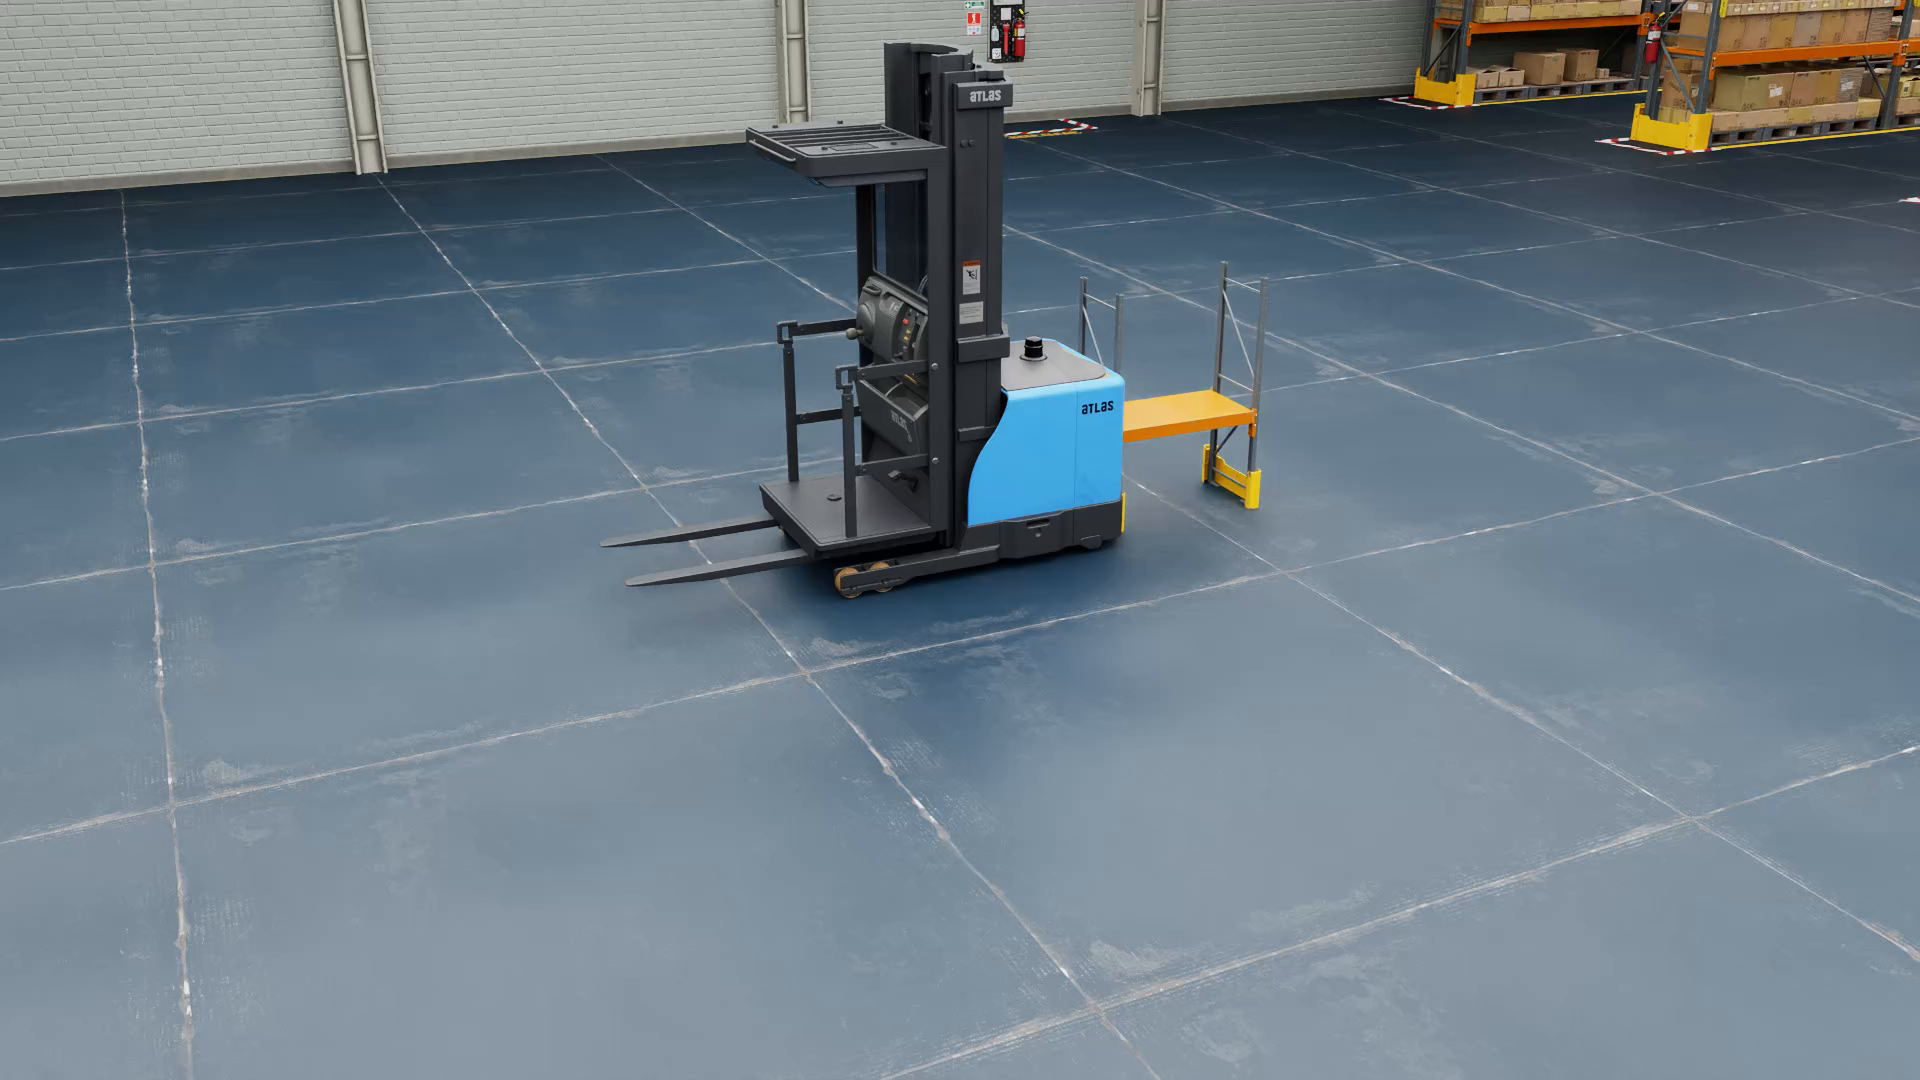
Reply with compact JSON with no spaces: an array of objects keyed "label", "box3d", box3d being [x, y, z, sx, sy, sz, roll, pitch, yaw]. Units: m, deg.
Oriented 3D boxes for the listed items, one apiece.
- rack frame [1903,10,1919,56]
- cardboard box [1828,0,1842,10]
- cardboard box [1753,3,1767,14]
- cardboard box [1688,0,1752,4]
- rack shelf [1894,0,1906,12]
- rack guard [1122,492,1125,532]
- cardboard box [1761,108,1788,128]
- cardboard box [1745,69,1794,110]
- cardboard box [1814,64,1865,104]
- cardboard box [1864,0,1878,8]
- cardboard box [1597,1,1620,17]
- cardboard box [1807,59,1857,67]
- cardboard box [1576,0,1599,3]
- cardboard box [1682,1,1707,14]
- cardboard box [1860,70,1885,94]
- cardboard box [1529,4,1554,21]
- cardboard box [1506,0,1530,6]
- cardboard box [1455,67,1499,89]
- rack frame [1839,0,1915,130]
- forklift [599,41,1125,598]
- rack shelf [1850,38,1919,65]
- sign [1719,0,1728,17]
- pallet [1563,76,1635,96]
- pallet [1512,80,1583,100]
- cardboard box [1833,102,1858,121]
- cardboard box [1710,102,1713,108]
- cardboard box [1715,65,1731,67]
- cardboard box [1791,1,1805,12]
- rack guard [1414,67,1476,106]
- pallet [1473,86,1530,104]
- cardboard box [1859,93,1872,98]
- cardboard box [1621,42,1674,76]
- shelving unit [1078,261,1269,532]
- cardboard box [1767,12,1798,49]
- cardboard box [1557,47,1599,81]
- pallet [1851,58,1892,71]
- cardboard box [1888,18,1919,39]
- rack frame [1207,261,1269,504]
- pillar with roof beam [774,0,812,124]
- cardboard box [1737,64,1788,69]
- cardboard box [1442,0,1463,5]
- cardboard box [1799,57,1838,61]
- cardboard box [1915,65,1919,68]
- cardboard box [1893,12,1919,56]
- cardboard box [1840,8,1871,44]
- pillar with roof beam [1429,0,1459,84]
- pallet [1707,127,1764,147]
[{"label":"rack frame","box3d":[18.961,-10.837,32.509,0.127,3.000,1.000,-10,25,-24]},{"label":"cardboard box","box3d":[12.608,-7.821,24.242,0.250,0.149,0.380,-10,24,-22]},{"label":"cardboard box","box3d":[11.210,-7.563,23.619,0.250,0.149,0.380,-10,25,-23]},{"label":"cardboard box","box3d":[10.774,-7.868,23.508,0.500,0.500,0.700,-10,25,-23]},{"label":"rack shelf","box3d":[17.159,-10.173,31.845,4.000,0.370,1.077,-10,25,-24]},{"label":"rack guard","box3d":[0.872,-0.265,10.564,0.087,0.250,0.587,-10,24,-22]},{"label":"cardboard box","box3d":[11.780,-6.243,24.456,0.500,0.250,0.500,-10,25,-24]},{"label":"cardboard box","box3d":[11.775,-6.593,24.322,0.500,0.500,0.500,-10,25,-24]},{"label":"cardboard box","box3d":[13.126,-6.843,24.924,0.500,0.500,0.500,-10,25,-24]},{"label":"cardboard box","box3d":[13.294,-7.946,24.545,0.250,0.149,0.380,-11,25,-25]},{"label":"cardboard box","box3d":[11.005,-9.187,28.693,0.500,0.250,0.500,-10,25,-23]},{"label":"cardboard box","box3d":[13.351,-7.105,25.557,0.500,0.500,0.500,-10,25,-24]},{"label":"cardboard box","box3d":[10.555,-9.447,28.340,0.500,0.500,0.500,-11,25,-25]},{"label":"cardboard box","box3d":[10.562,-7.615,23.746,0.250,0.149,0.380,-11,25,-25]},{"label":"cardboard box","box3d":[14.145,-7.152,25.919,0.500,0.311,0.500,-10,25,-24]},{"label":"cardboard box","box3d":[9.649,-8.932,28.075,0.500,0.250,0.500,-11,25,-24]},{"label":"cardboard box","box3d":[9.159,-9.187,27.712,0.500,0.500,0.500,-10,25,-23]},{"label":"cardboard box","box3d":[8.811,-7.891,28.332,0.500,0.311,0.500,-14,26,-30]},{"label":"rack frame","box3d":[13.905,-7.804,25.180,0.127,3.000,1.000,-10,25,-24]},{"label":"forklift","box3d":[-0.574,-1.255,9.449,3.031,2.935,1.130,-10,24,-22]},{"label":"rack shelf","box3d":[15.707,-7.803,26.119,4.000,0.370,1.077,-10,25,-24]},{"label":"sign","box3d":[10.536,-7.384,22.932,0.005,0.325,0.100,-10,25,-24]},{"label":"pallet","box3d":[11.163,-8.098,29.538,1.213,0.211,1.003,-10,25,-24]},{"label":"pallet","box3d":[10.062,-7.894,29.045,1.213,0.211,1.003,-10,25,-24]},{"label":"cardboard box","box3d":[13.127,-6.495,25.066,0.500,0.250,0.500,-10,25,-24]},{"label":"cardboard box","box3d":[11.101,-6.342,24.694,0.500,0.250,0.500,-10,25,-24]},{"label":"cardboard box","box3d":[13.781,-8.947,30.635,0.500,0.500,0.700,-11,25,-24]},{"label":"cardboard box","box3d":[11.907,-7.691,23.930,0.250,0.149,0.380,-11,25,-24]},{"label":"rack guard","box3d":[8.217,-7.704,28.209,0.348,0.500,1.175,-10,25,-24]},{"label":"pallet","box3d":[8.965,-7.693,28.560,1.213,0.211,1.003,-10,25,-24]},{"label":"cardboard box","box3d":[14.153,-6.896,26.033,0.500,0.250,0.500,-11,25,-24]},{"label":"cardboard box","box3d":[12.409,-8.686,30.006,0.500,0.500,0.700,-10,24,-22]},{"label":"shelving unit","box3d":[1.326,-0.921,10.514,1.083,1.500,0.587,-10,24,-22]},{"label":"cardboard box","box3d":[11.648,-7.428,24.143,0.500,0.500,0.700,-10,25,-23]},{"label":"cardboard box","box3d":[10.835,-8.373,29.248,0.500,0.500,0.500,-12,26,-28]},{"label":"pallet","box3d":[17.198,-9.191,32.178,1.213,0.211,1.003,-10,25,-24]},{"label":"cardboard box","box3d":[14.329,-7.831,25.443,0.500,0.250,0.500,-9,24,-20]},{"label":"rack frame","box3d":[1.781,-0.999,10.703,0.032,1.500,0.500,-10,24,-22]},{"label":"pillar with roof beam","box3d":[-0.541,-8.559,19.160,0.400,9.000,9.100,-10,25,-24]},{"label":"cardboard box","box3d":[12.000,-6.855,24.954,0.500,0.500,0.500,-10,25,-24]},{"label":"cardboard box","box3d":[8.481,-9.285,27.947,0.500,0.500,0.500,-11,25,-24]},{"label":"cardboard box","box3d":[16.077,-9.451,31.422,0.750,0.750,0.750,-11,25,-24]},{"label":"cardboard box","box3d":[15.516,-7.405,26.530,0.500,0.311,0.500,-11,25,-24]},{"label":"cardboard box","box3d":[18.432,-9.885,32.471,0.750,0.750,0.750,-10,25,-23]},{"label":"cardboard box","box3d":[13.035,-7.684,24.761,0.500,0.500,0.700,-11,25,-24]},{"label":"pillar with roof beam","box3d":[10.271,-10.549,23.969,0.400,9.000,9.100,-10,25,-24]},{"label":"pallet","box3d":[10.971,-5.993,24.452,1.213,0.211,1.003,-10,25,-24]}]
